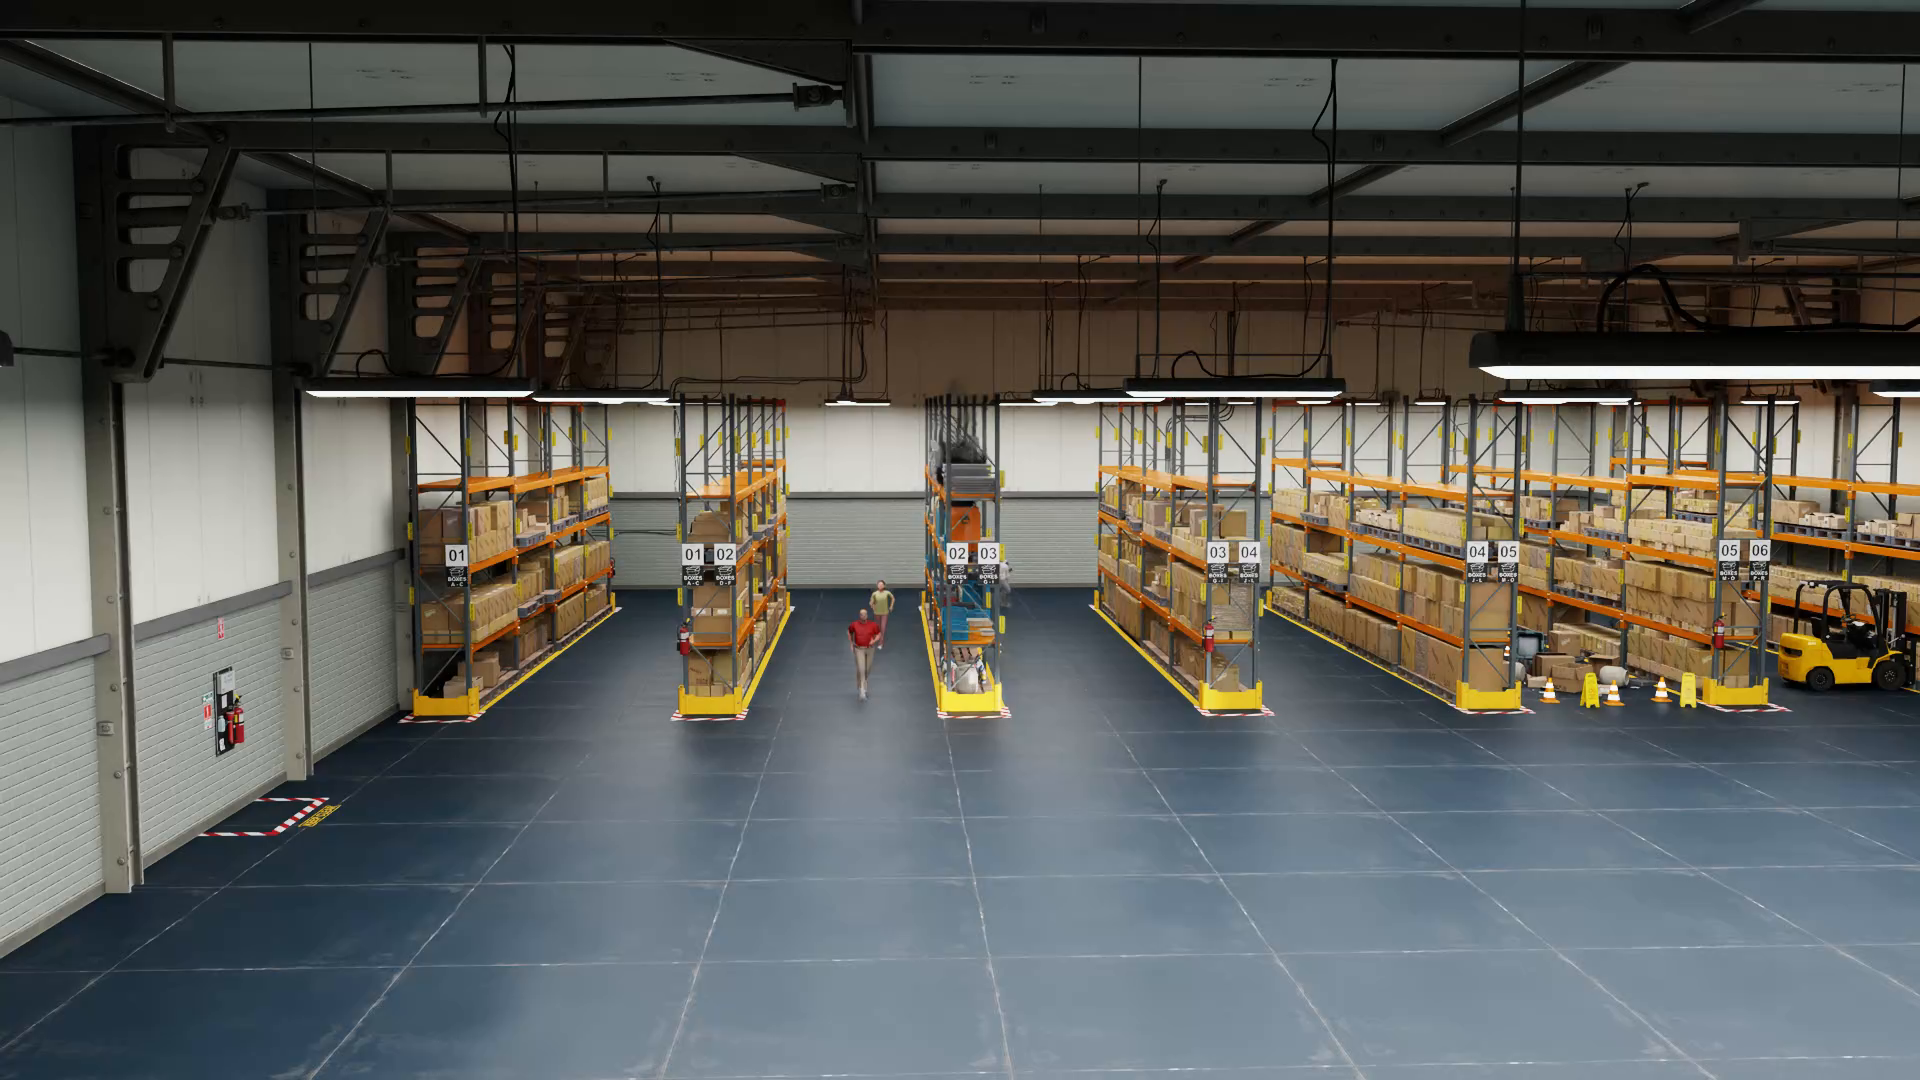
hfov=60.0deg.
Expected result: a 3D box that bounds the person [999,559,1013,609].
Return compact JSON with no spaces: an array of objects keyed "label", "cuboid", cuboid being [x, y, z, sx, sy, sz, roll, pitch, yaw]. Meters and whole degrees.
[{"label":"person","cuboid":[1.211,1.137,47.690,0.700,1.713,0.609,3,6,37]}]

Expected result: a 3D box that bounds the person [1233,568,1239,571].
[{"label":"person","cuboid":[7.716,1.320,46.286,0.638,1.601,0.902,1,5,10]}]

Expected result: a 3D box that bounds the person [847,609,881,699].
[{"label":"person","cuboid":[-1.900,2.249,33.152,0.653,1.787,0.830,-1,5,-13]}]

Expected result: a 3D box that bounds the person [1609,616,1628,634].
[{"label":"person","cuboid":[16.260,1.702,41.047,0.539,1.590,0.951,0,5,-1]}]

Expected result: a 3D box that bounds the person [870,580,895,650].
[{"label":"person","cuboid":[-1.867,1.775,39.731,0.593,1.639,0.901,0,5,2]}]
